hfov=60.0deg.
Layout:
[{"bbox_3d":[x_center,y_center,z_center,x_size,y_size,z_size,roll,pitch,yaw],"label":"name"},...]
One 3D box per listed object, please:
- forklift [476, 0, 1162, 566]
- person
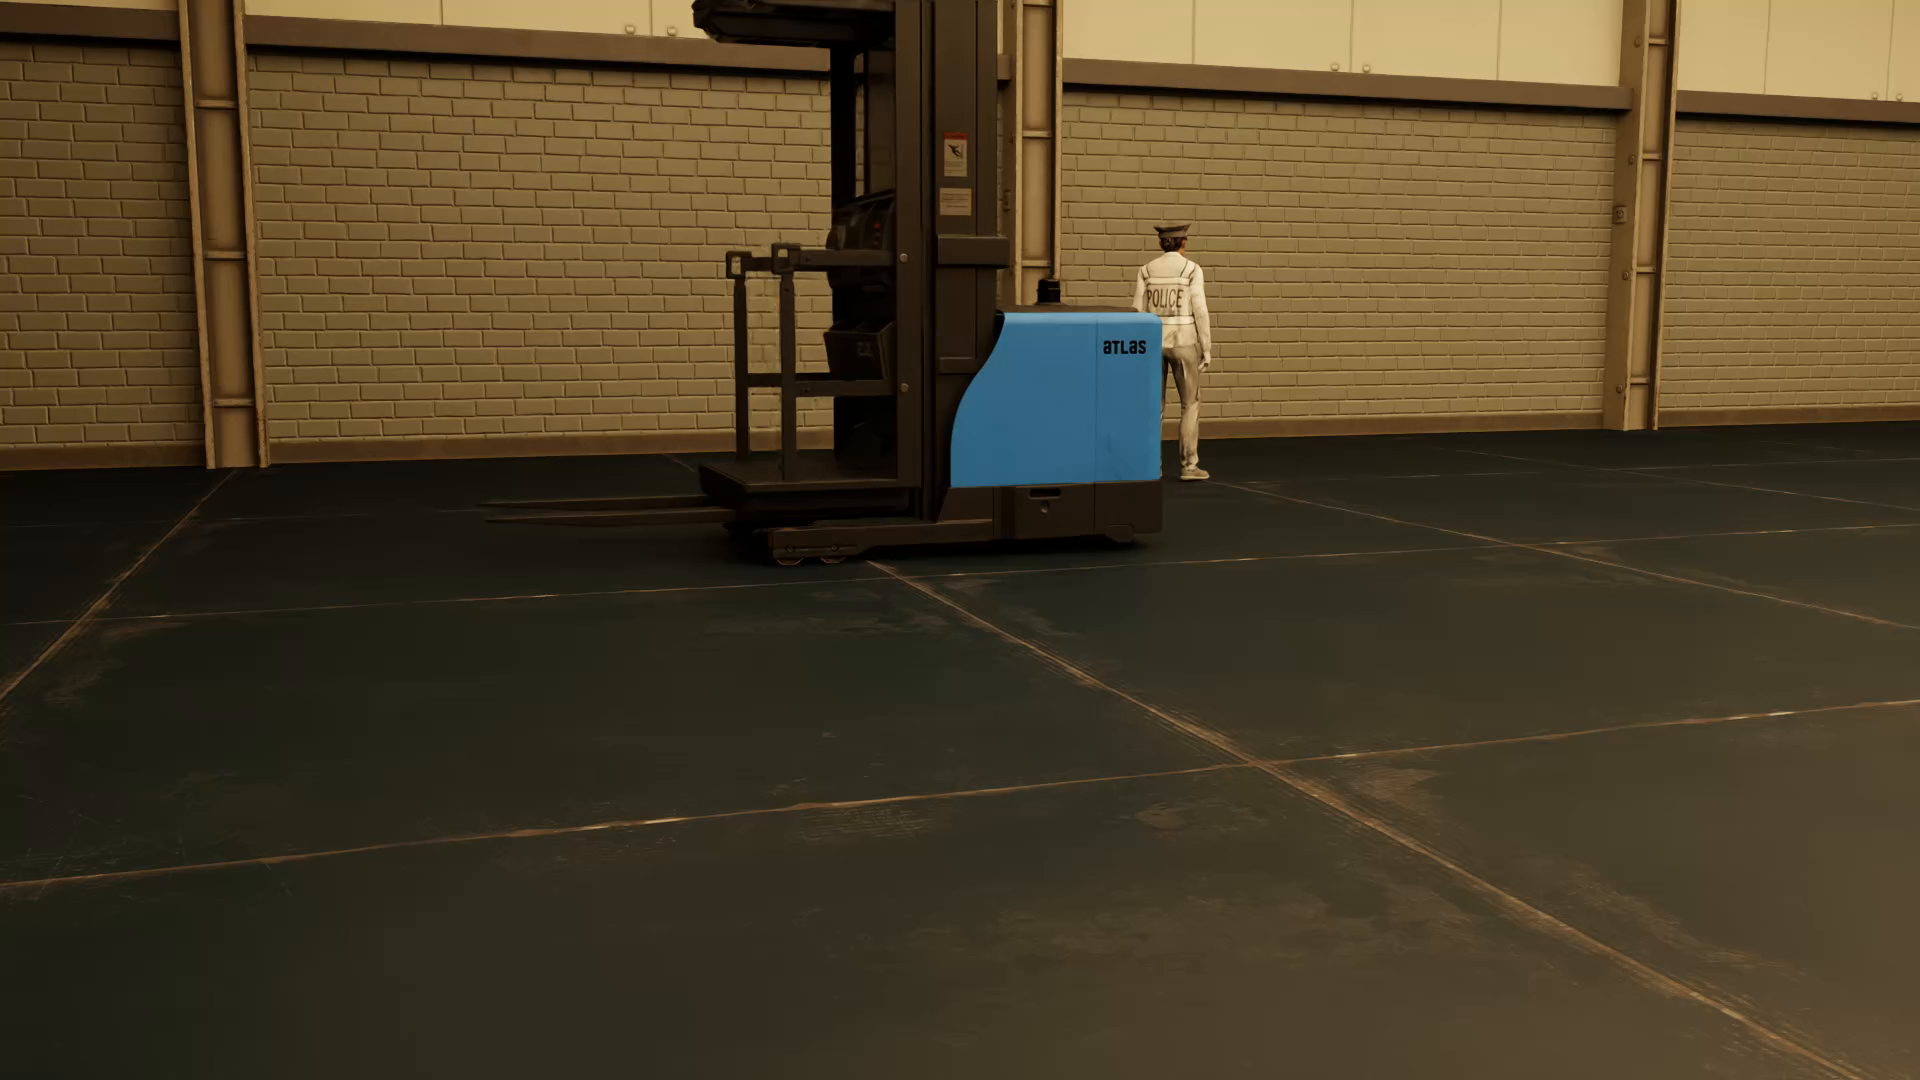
[{"bbox_3d":[-0.637,-1.420,7.489,3.031,2.935,1.130,-3,8,-19],"label":"forklift"},{"bbox_3d":[1.358,-1.216,10.719,0.531,1.665,0.371,4,9,25],"label":"person"}]
